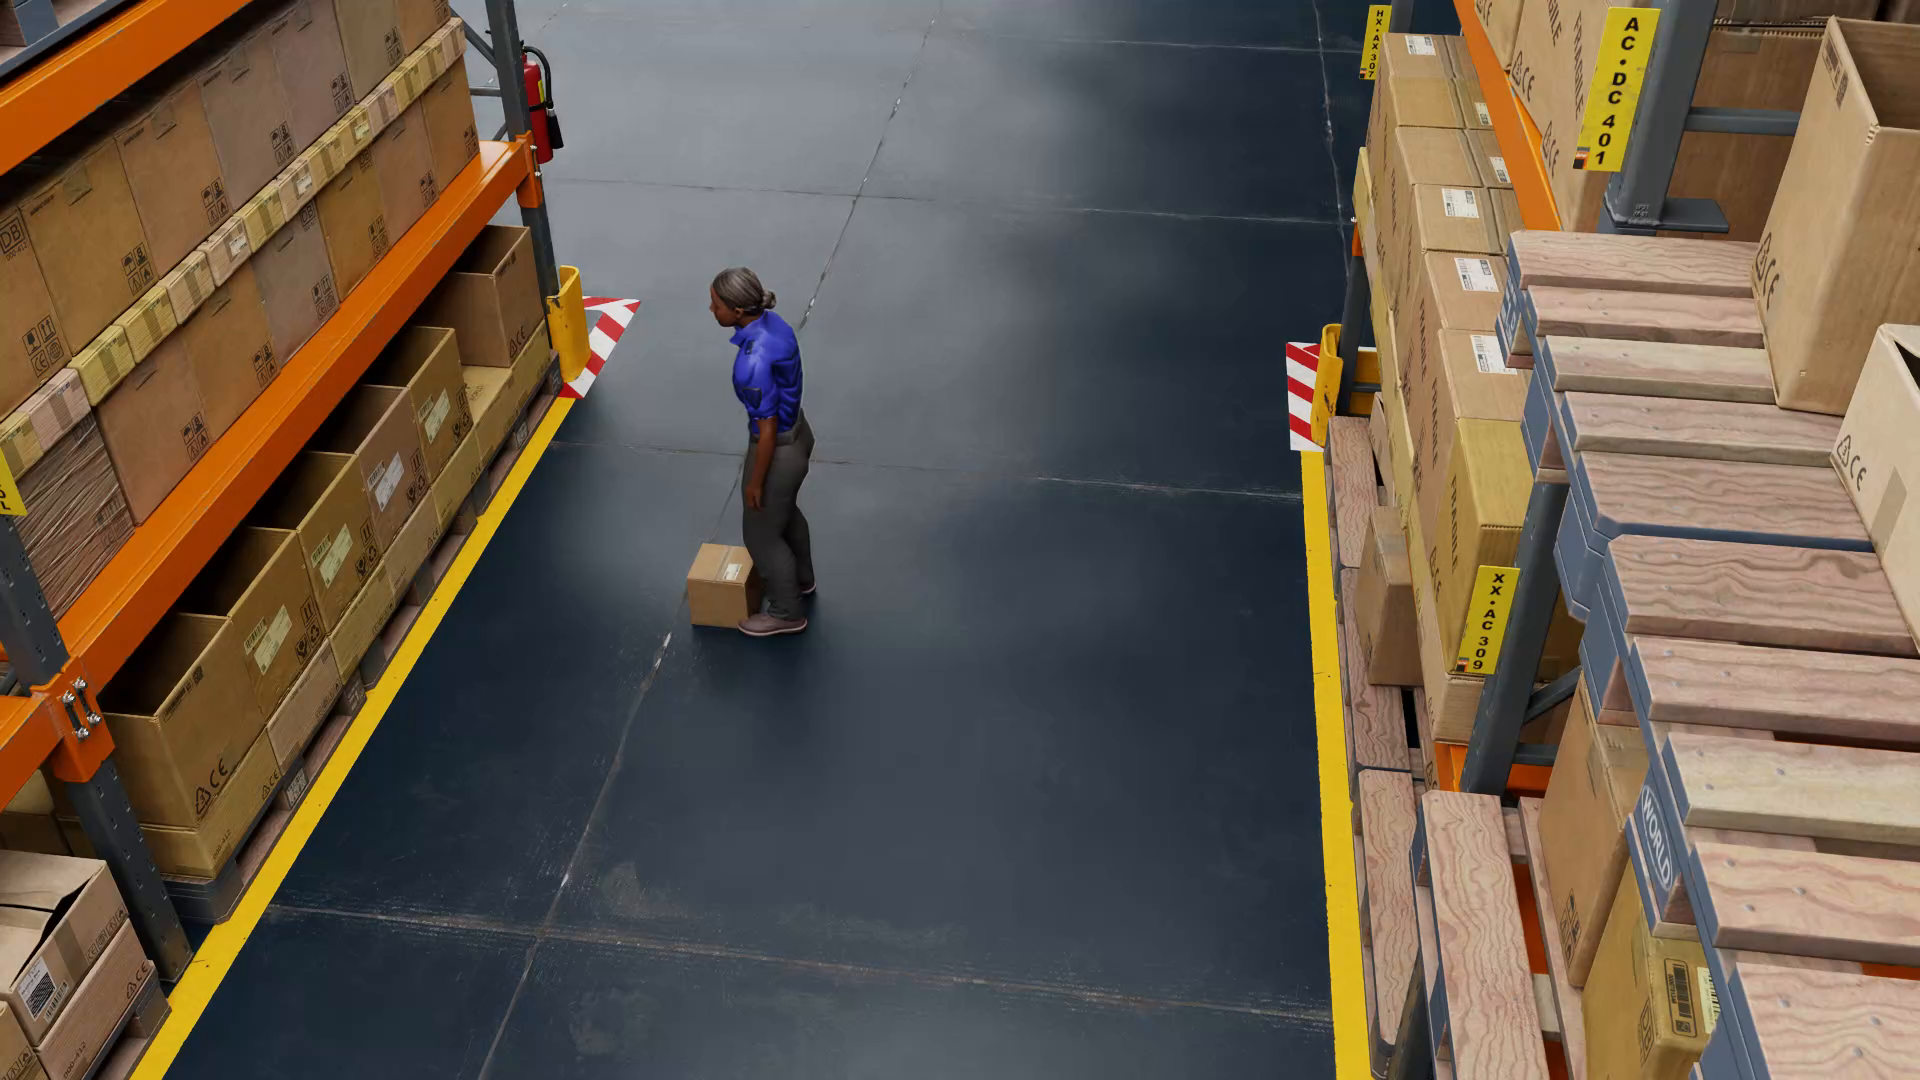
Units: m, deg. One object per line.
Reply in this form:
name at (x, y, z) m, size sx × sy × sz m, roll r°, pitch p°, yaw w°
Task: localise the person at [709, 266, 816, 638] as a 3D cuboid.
person at (-0.764, -0.355, 6.635) m, size 0.349 × 1.655 × 0.532 m, roll 2°, pitch 36°, yaw 3°
